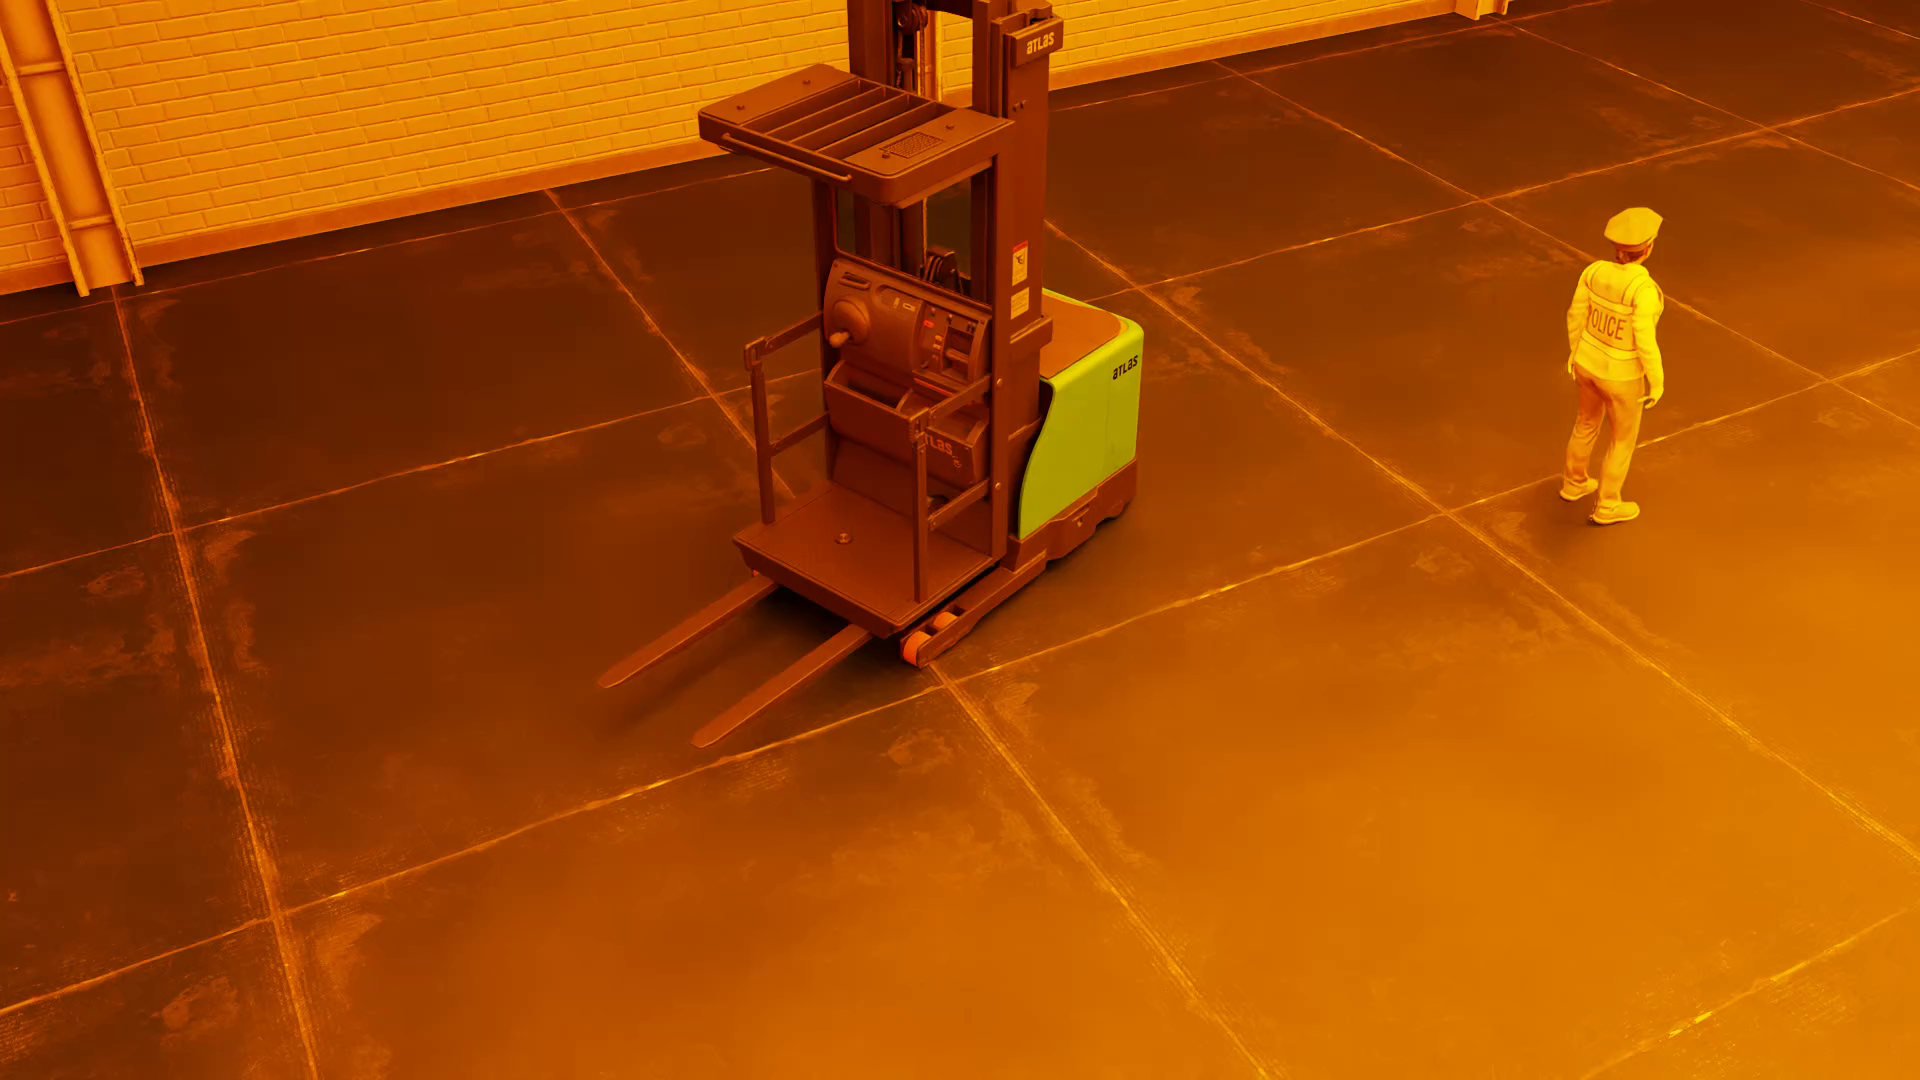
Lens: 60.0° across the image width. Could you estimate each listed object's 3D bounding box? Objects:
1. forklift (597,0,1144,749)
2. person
[{"bbox_3d":[-0.390,-0.927,7.434,1.130,2.935,3.031,26,43,31],"label":"forklift"},{"bbox_3d":[3.335,-0.873,8.447,0.444,1.710,0.569,-17,39,-23],"label":"person"}]
